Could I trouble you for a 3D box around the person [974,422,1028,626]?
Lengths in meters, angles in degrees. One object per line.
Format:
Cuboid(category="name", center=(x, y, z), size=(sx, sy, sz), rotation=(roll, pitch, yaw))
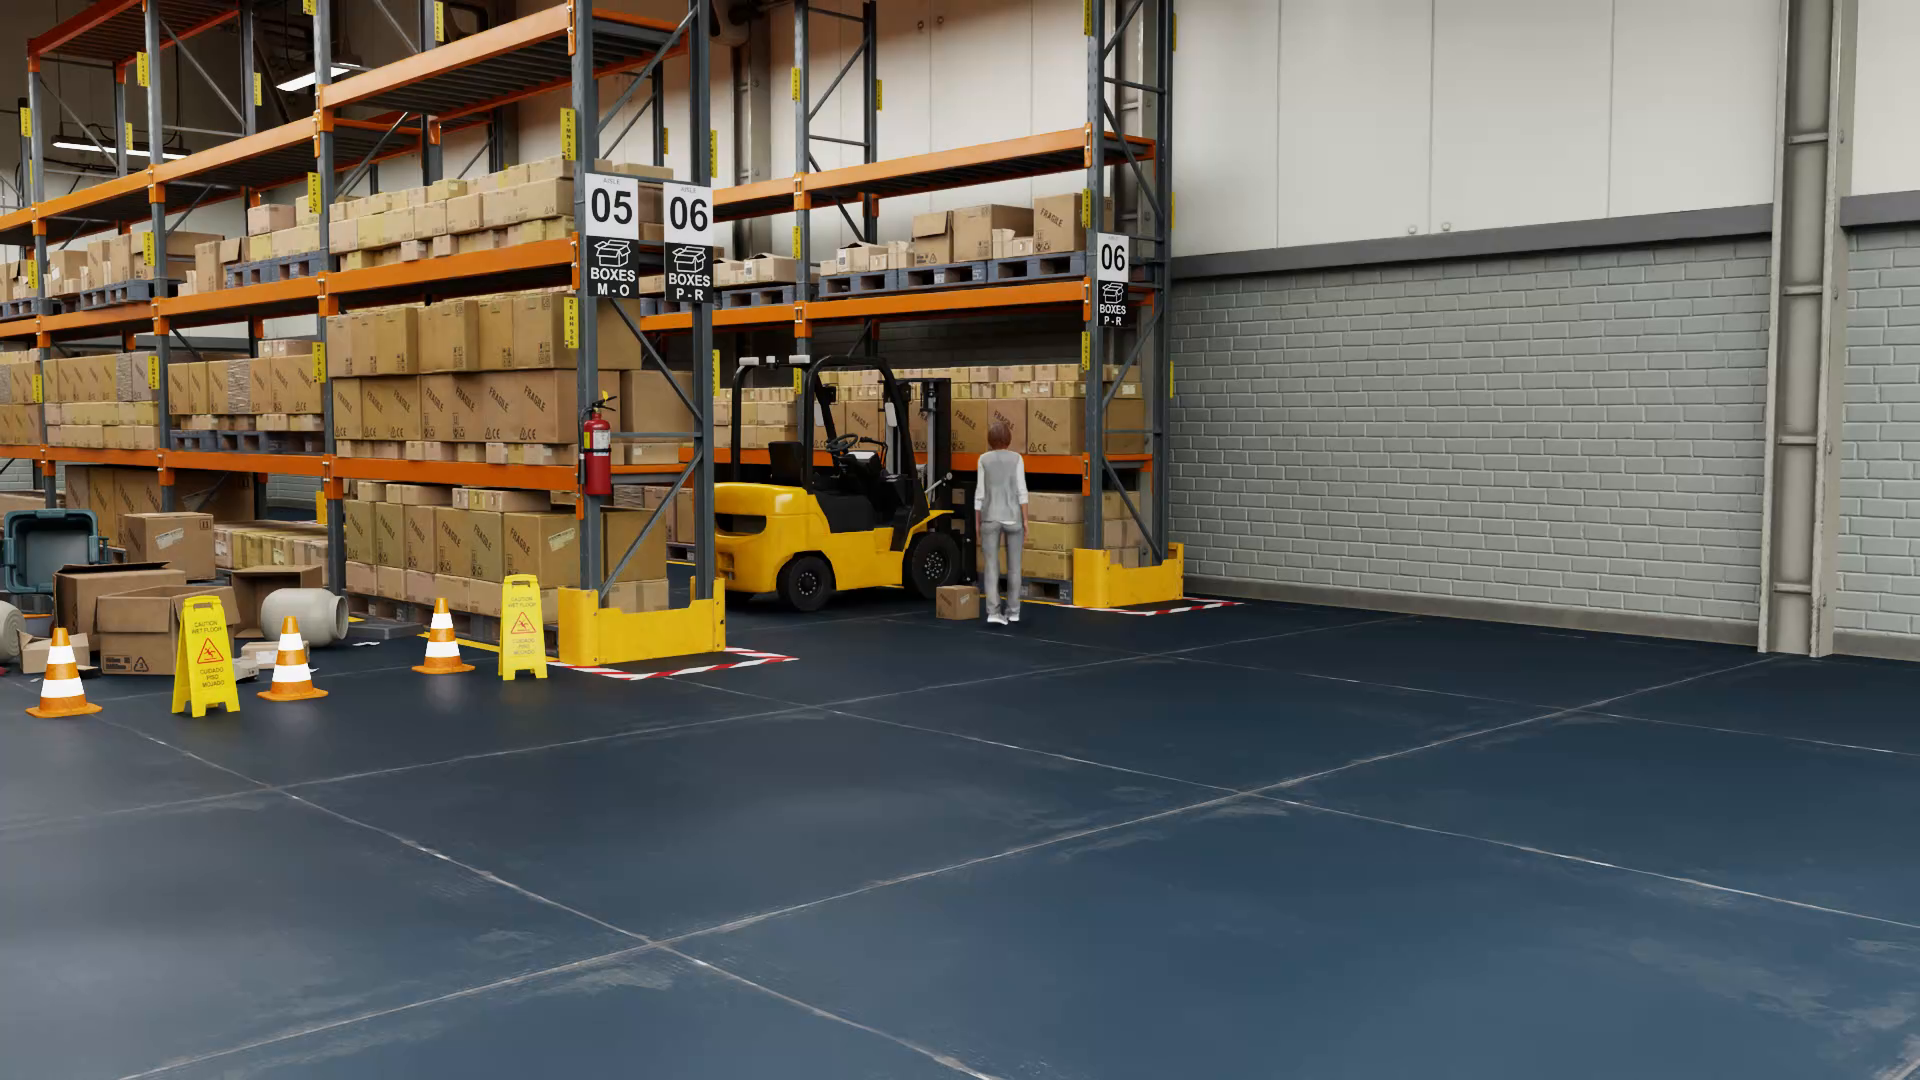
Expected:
Cuboid(category="person", center=(0.322, -0.134, 13.071), size=(0.426, 1.590, 0.627), rotation=(0, 4, 0))
